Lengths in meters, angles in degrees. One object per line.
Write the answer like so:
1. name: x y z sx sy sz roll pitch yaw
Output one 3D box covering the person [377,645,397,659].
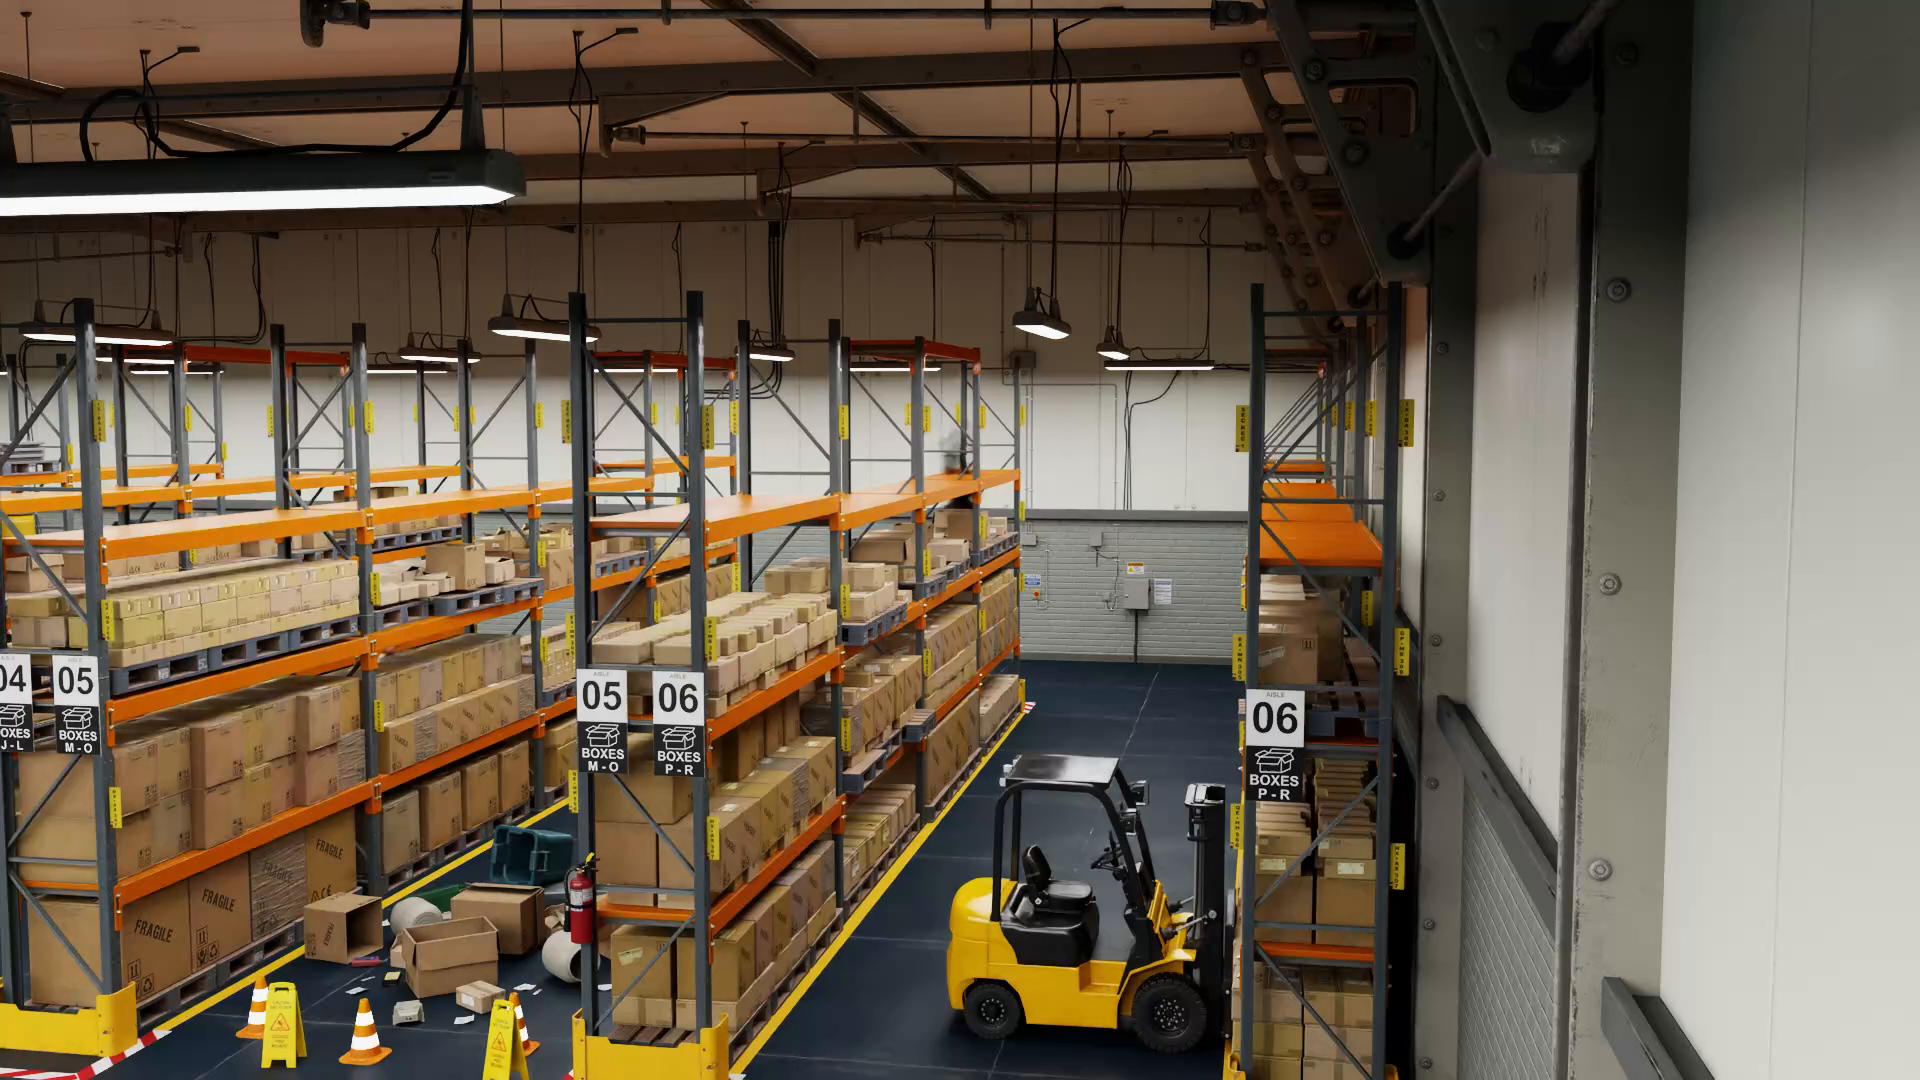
1. person: -8.479 2.294 24.641 0.633 1.741 0.620 0 5 3
